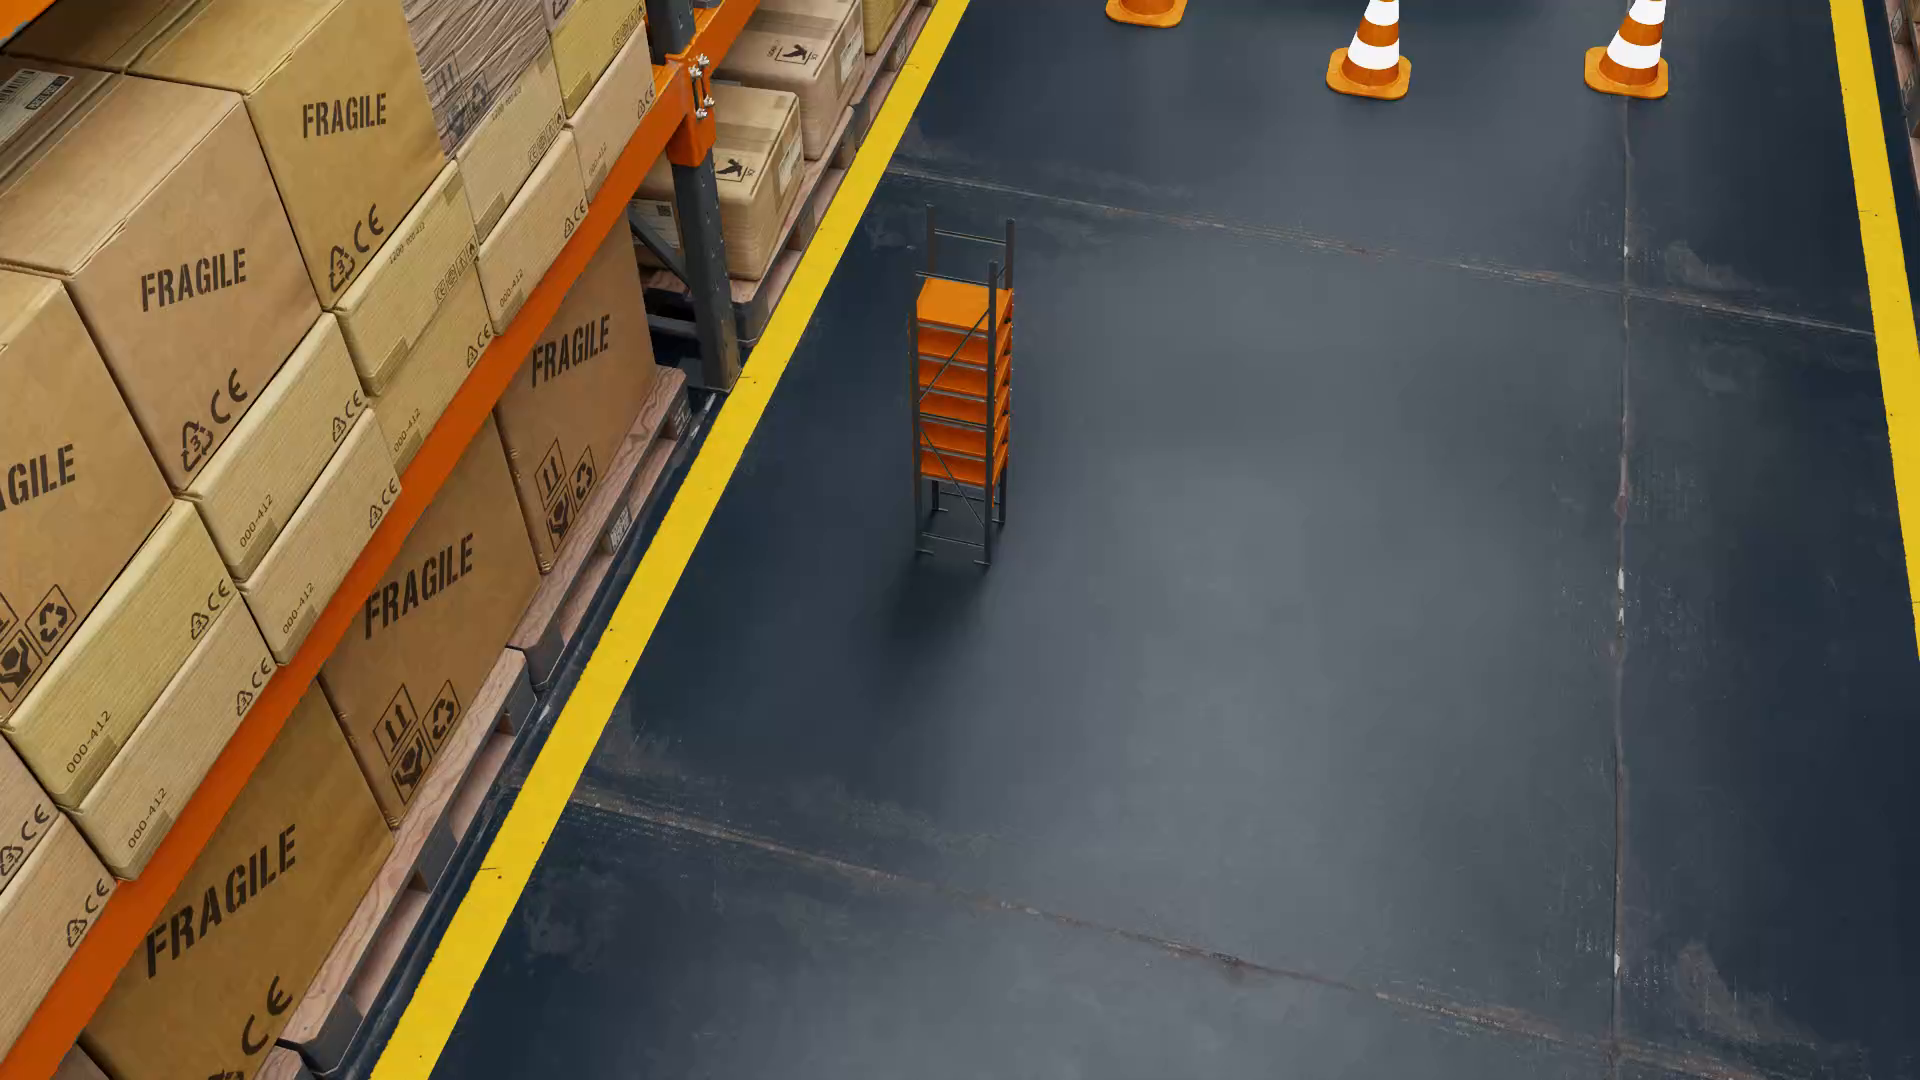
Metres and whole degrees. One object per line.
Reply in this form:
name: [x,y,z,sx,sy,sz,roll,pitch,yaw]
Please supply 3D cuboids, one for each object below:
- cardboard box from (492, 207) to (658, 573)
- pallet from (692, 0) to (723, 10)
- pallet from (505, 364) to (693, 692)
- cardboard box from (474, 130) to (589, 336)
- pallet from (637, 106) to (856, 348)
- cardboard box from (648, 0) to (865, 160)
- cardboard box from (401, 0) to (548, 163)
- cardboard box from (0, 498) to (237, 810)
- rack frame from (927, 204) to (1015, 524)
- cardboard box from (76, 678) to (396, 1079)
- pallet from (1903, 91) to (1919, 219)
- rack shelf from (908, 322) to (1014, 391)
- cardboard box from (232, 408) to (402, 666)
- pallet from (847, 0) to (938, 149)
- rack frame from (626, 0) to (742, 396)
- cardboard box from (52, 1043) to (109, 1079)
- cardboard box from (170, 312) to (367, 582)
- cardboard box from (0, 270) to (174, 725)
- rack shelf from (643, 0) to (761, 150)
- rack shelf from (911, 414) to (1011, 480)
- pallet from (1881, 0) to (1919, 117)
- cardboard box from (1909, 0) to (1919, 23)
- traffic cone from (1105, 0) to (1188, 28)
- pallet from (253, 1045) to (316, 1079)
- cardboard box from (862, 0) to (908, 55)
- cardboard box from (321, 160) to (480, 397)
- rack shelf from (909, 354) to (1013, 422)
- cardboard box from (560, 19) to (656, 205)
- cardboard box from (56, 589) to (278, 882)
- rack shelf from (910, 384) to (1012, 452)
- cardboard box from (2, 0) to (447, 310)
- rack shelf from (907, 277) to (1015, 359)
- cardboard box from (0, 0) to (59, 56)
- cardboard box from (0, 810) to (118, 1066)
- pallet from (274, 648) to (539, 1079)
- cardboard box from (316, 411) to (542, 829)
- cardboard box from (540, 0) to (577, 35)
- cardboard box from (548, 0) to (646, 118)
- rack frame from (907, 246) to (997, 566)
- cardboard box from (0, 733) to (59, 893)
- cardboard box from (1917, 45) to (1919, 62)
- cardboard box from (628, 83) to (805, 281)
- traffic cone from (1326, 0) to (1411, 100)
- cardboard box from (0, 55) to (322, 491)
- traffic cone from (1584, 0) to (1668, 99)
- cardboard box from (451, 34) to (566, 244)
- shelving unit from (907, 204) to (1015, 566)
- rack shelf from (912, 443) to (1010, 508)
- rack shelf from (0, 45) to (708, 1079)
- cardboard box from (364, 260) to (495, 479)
cardboard box: [-1.515,-0.583,4.901,0.875,0.875,0.875,11,50,10]
pallet: [-1.168,-2.103,5.234,1.213,0.211,1.003,12,50,10]
pallet: [-1.533,-0.152,5.244,1.003,0.211,1.213,12,50,10]
cardboard box: [-1.255,-0.791,4.048,0.500,0.250,0.500,12,50,11]
pallet: [-1.046,-1.273,6.232,1.003,0.211,1.213,12,50,10]
cardboard box: [-0.908,-1.842,6.347,0.950,0.372,0.625,11,49,9]
cardboard box: [-1.264,-1.196,3.571,0.500,0.500,0.500,12,50,11]
cardboard box: [-1.649,0.142,2.891,0.500,0.250,0.500,12,50,11]
rack frame: [0.028,-0.474,4.868,0.240,1.200,0.006,12,50,10]
cardboard box: [-1.990,0.708,3.762,0.875,0.875,0.875,13,50,11]
pallet: [4.152,-1.239,6.203,1.003,0.211,1.213,12,50,10]
rack shelf: [0.004,-0.537,4.663,0.258,0.103,0.180,12,50,10]
cardboard box: [-1.510,-0.056,3.398,0.500,0.250,0.500,11,49,9]
pallet: [-0.723,-2.152,7.009,1.003,0.211,1.213,12,50,10]
rack frame: [-1.253,-1.630,4.688,1.000,3.000,0.127,12,50,10]
cardboard box: [-2.220,1.363,3.184,0.875,0.875,0.875,13,50,11]
cardboard box: [-1.518,-0.224,3.214,0.500,0.250,0.500,10,49,9]
cardboard box: [-1.671,-0.098,2.603,0.500,0.500,0.500,10,49,9]
rack shelf: [-0.727,-2.839,6.235,1.077,0.370,4.000,12,50,10]
rack shelf: [0.004,-0.299,4.933,0.258,0.103,0.180,12,50,10]
pallet: [4.471,-2.124,6.984,1.003,0.211,1.213,12,50,10]
cardboard box: [4.525,-2.548,6.718,1.050,0.750,0.750,11,50,10]
traffic cone: [0.824,-2.511,7.158,0.336,0.463,0.334,12,50,10]
pallet: [-2.175,1.613,3.686,1.003,0.211,1.213,12,50,10]
cardboard box: [-0.703,-2.389,6.831,0.950,0.372,0.625,13,50,11]
cardboard box: [-1.382,-0.600,3.545,0.500,0.250,0.500,10,49,9]
rack shelf: [0.004,-0.458,4.753,0.258,0.103,0.180,12,50,10]
cardboard box: [-1.136,-1.164,4.376,0.500,0.250,0.500,10,49,9]
cardboard box: [-1.650,0.304,3.081,0.500,0.250,0.500,11,50,10]
rack shelf: [0.004,-0.378,4.843,0.258,0.103,0.180,12,50,10]
cardboard box: [-1.401,-0.838,3.255,0.500,0.500,0.500,12,50,10]
rack shelf: [0.004,-0.616,4.573,0.258,0.103,0.180,12,50,10]
cardboard box: [-1.891,-0.954,3.358,0.500,0.500,0.500,13,50,11]
cardboard box: [-1.801,0.672,2.756,0.500,0.250,0.500,10,49,9]
pallet: [-1.856,0.727,4.467,1.003,0.211,1.213,12,50,10]
cardboard box: [-1.754,0.061,4.332,0.875,0.875,0.875,12,50,10]
cardboard box: [-1.137,-1.569,3.900,0.500,0.500,0.500,10,49,9]
cardboard box: [-1.135,-1.346,4.204,0.500,0.250,0.500,11,50,10]
rack frame: [-0.020,-0.341,4.751,0.240,1.200,0.006,12,50,10]
cardboard box: [-1.808,0.502,2.573,0.500,0.250,0.500,12,50,11]
cardboard box: [4.268,-1.851,6.103,1.050,0.750,0.750,12,50,10]
cardboard box: [-1.095,-1.307,5.875,0.950,0.372,0.625,9,49,7]
traffic cone: [1.712,-2.104,6.798,0.336,0.463,0.334,12,50,10]
cardboard box: [-1.541,-0.473,2.934,0.500,0.500,0.500,11,49,9]
traffic cone: [2.792,-2.108,6.802,0.336,0.463,0.334,12,50,10]
cardboard box: [-1.267,-0.974,3.876,0.500,0.250,0.500,10,49,9]
shelving unit: [0.004,-0.407,4.809,0.258,1.200,0.189,12,50,10]
rack shelf: [0.004,-0.219,5.023,0.258,0.103,0.180,12,50,10]
rack shelf: [-1.779,0.054,3.681,1.077,0.370,4.000,12,50,10]
cardboard box: [-1.403,-0.430,3.729,0.500,0.250,0.500,11,50,10]
